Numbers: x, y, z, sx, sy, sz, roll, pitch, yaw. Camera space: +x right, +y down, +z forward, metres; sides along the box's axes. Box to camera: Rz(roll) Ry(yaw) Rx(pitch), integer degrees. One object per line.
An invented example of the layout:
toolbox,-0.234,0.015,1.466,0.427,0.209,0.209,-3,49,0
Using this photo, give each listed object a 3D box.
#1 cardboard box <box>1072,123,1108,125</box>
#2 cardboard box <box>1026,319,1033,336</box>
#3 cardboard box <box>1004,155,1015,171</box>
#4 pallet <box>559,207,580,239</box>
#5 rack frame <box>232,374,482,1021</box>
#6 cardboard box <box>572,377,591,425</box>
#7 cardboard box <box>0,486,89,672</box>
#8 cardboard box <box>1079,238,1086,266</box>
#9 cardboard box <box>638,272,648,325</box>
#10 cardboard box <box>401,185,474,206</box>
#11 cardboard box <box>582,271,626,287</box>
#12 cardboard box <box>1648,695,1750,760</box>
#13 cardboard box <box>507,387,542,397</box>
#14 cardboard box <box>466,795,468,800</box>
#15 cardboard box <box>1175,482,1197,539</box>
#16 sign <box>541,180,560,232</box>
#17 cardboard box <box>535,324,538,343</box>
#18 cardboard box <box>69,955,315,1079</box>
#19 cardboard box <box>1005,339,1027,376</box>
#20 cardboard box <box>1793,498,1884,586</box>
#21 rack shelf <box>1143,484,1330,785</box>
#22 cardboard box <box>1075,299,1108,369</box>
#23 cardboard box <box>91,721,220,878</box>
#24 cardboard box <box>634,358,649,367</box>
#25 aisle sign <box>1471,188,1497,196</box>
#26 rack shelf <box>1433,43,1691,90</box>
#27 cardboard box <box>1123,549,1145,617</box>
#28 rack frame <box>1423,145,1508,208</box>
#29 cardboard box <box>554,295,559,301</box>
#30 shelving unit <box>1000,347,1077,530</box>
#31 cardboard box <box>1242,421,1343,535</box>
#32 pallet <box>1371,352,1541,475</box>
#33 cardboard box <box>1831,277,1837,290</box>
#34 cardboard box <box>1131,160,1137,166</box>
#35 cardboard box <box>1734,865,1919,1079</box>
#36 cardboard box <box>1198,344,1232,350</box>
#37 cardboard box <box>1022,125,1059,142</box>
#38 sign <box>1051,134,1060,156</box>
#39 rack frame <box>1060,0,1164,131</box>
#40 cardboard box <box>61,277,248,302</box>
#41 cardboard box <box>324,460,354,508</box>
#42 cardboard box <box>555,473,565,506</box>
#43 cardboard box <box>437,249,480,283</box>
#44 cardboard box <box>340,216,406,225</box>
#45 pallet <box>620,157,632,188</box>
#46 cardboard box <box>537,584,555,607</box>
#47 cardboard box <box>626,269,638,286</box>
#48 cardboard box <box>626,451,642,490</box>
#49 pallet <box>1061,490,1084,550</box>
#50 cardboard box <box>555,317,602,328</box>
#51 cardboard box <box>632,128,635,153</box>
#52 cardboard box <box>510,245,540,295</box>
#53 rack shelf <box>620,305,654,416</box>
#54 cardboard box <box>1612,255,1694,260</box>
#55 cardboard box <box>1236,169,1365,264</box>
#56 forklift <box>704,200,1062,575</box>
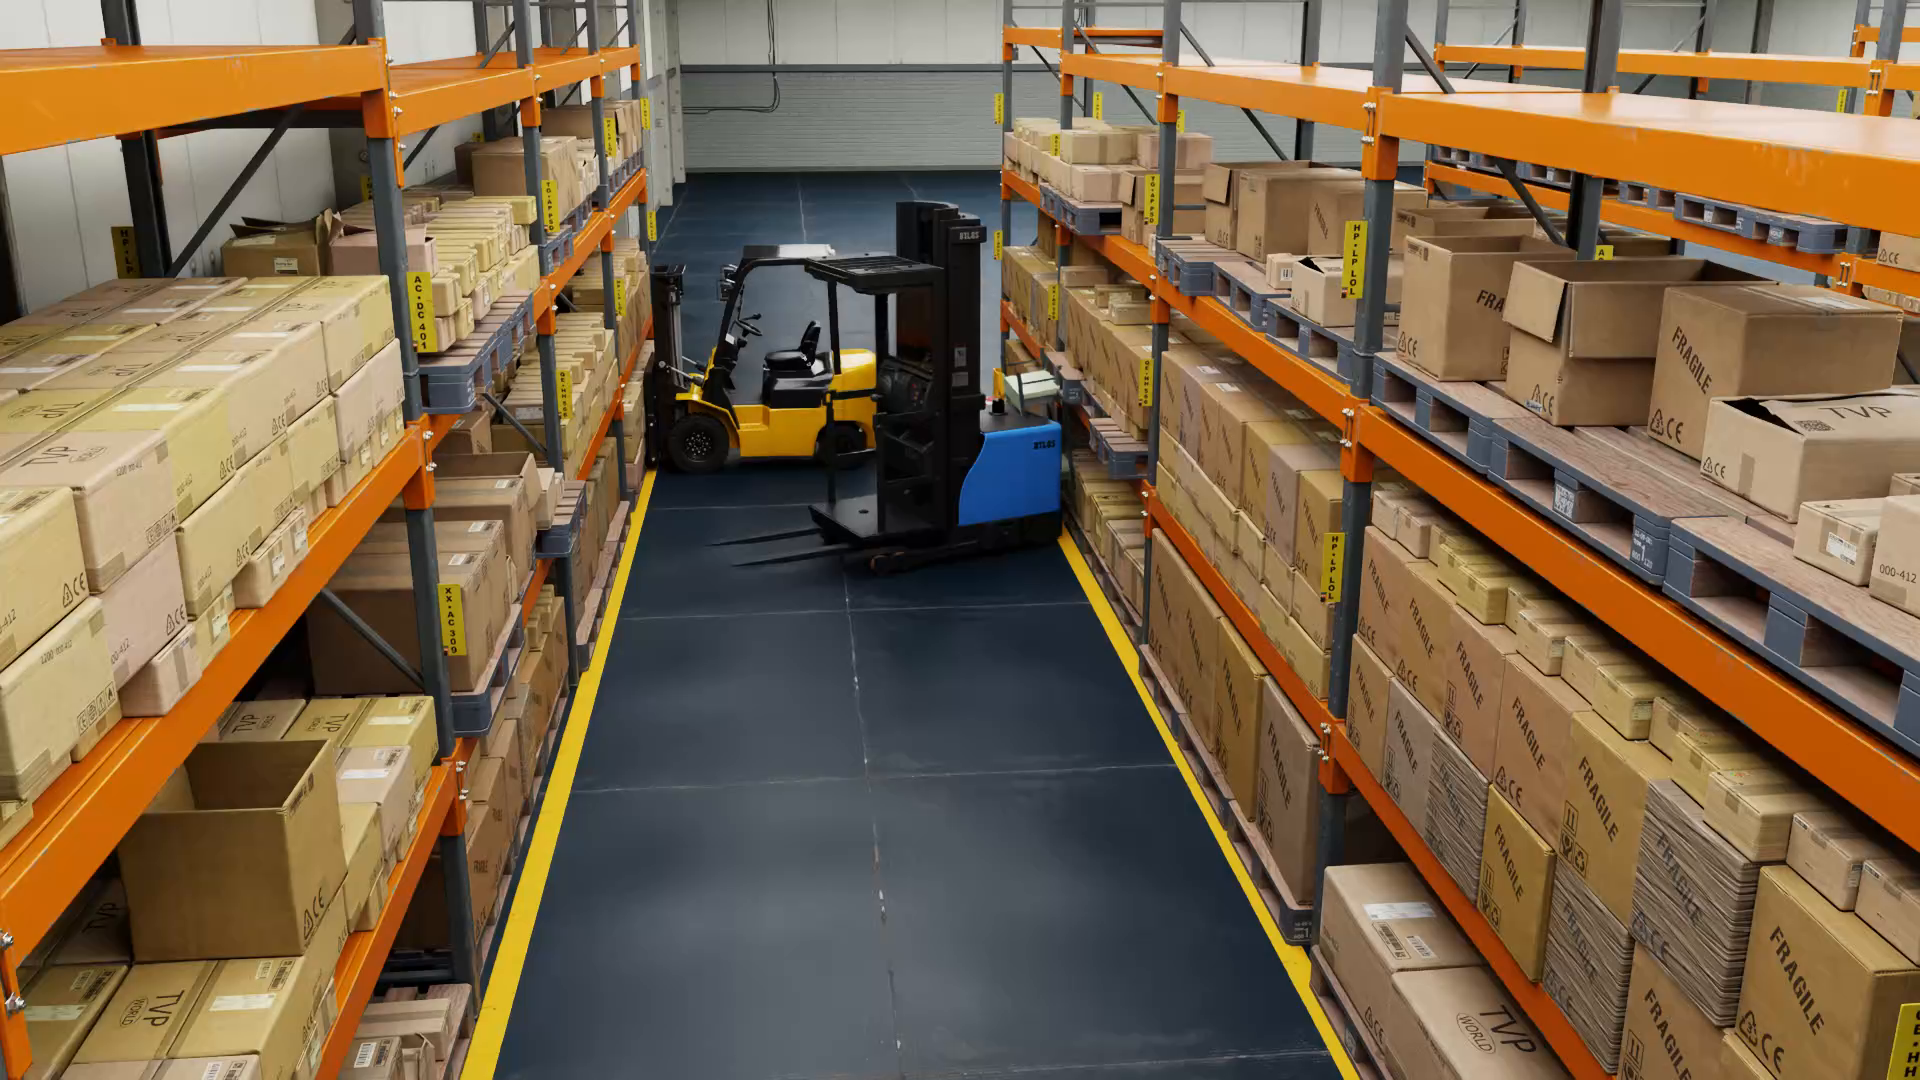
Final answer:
cardboard box,1.332,-4.252,17.292,0.380,0.149,0.250,-2,18,-6
cardboard box,0.886,-2.185,17.049,0.380,0.149,0.250,-2,18,-5
cardboard box,0.689,-4.158,18.324,0.380,0.149,0.250,-2,18,-6
pallet,-3.411,-2.291,12.274,1.003,0.211,1.213,-1,17,-3
rack frame,-2.722,0.774,7.202,1.000,3.000,0.127,-2,18,-6
cardboard box,-3.023,-1.030,12.365,0.500,0.250,0.500,-2,18,-7
cardboard box,-2.105,0.086,3.306,0.500,0.250,0.500,-2,18,-6
cardboard box,1.529,-2.721,16.003,0.700,0.500,0.500,-2,18,-5
cardboard box,-3.603,-2.555,17.641,0.500,0.500,0.500,-1,17,-4
cardboard box,-3.464,-2.233,11.156,0.500,0.250,0.500,-2,18,-6
cardboard box,-3.361,-2.443,15.704,0.380,0.149,0.250,-1,17,-4
cardboard box,2.290,0.571,4.931,0.380,0.149,0.250,-2,18,-6
cardboard box,-2.903,-0.958,11.471,0.380,0.149,0.250,-1,17,-4
cardboard box,-2.599,1.262,8.039,0.380,0.149,0.250,-2,18,-7
cardboard box,1.673,-0.194,10.538,0.500,0.250,0.500,-2,18,-7
sign,-2.594,-2.111,10.523,0.100,0.325,0.005,-2,18,-6
cardboard box,-3.723,-1.699,13.831,0.380,0.149,0.250,-2,18,-6
cardboard box,-2.196,1.451,4.801,0.500,0.250,0.500,-2,18,-7
cardboard box,0.789,-1.946,18.504,0.500,0.500,0.500,-2,18,-7
cardboard box,2.369,-0.001,4.217,0.380,0.149,0.250,-3,18,-10
rack shelf,2.009,0.367,9.700,1.077,0.370,4.000,-2,18,-6
cardboard box,1.243,-1.708,13.745,0.500,0.500,0.500,-2,18,-6
cardboard box,-2.833,0.798,5.629,0.500,0.500,0.500,-2,18,-7
cardboard box,-3.481,-1.737,17.421,0.500,0.250,0.500,-2,17,-5
aisle sign,6.182,-4.409,19.373,0.394,0.787,0.004,-2,18,-6
rack shelf,6.097,-4.871,17.037,1.077,0.370,4.000,-2,18,-6
cardboard box,1.754,0.313,12.358,0.950,0.372,0.625,-3,18,-9
rack frame,5.891,-3.138,19.665,1.000,3.000,0.127,-2,18,-6
cardboard box,-3.865,-2.270,15.153,0.380,0.149,0.250,-2,18,-7
shelving unit,0.720,-0.886,14.897,0.431,1.500,0.755,-10,20,-6
cardboard box,1.826,-0.336,8.902,0.500,0.500,0.500,-1,17,-4
pallet,2.289,-0.525,6.481,1.003,0.211,1.213,-2,18,-6
cardboard box,10.627,-3.049,19.801,0.380,0.149,0.250,-2,18,-6
cardboard box,1.642,-3.003,13.776,0.500,0.250,0.500,-2,17,-5
cardboard box,2.341,1.151,4.168,0.500,0.500,0.500,-1,17,-4
cardboard box,1.986,-1.103,11.818,0.500,0.500,0.500,-2,18,-7
cardboard box,0.836,-4.155,16.986,0.380,0.149,0.250,-1,17,-4
sign,0.851,-3.422,14.699,0.100,0.325,0.005,-2,18,-6
rack frame,1.390,-4.626,14.388,1.000,3.000,0.127,-2,18,-6
cardboard box,-2.953,-0.809,6.158,0.500,0.250,0.500,-2,18,-6
cardboard box,-2.329,-0.212,5.757,0.380,0.149,0.250,-2,18,-6
cardboard box,-2.685,-0.314,10.388,0.380,0.149,0.250,-1,17,-5
cardboard box,-2.451,-1.259,7.728,0.380,0.149,0.250,-2,18,-7
cardboard box,-3.257,-1.687,9.124,0.380,0.149,0.250,-2,18,-6
pallet,-3.783,-3.614,16.320,1.003,0.211,1.213,-2,18,-6
cardboard box,-2.831,0.405,10.769,0.380,0.149,0.250,-3,18,-8
cardboard box,-3.488,-2.682,16.962,0.380,0.149,0.250,-2,18,-5
cardboard box,-3.267,-0.652,15.635,0.500,0.250,0.500,-2,18,-5
pallet,1.472,-0.201,14.965,1.003,0.211,1.213,-2,18,-6
cardboard box,-3.246,-1.795,14.137,0.380,0.149,0.250,-2,18,-6
cardboard box,-3.546,-4.103,17.086,0.396,0.266,0.258,-2,18,-5
cardboard box,-2.840,-1.631,10.108,0.500,0.250,0.500,-2,18,-7
rack shelf,-3.753,-1.862,16.800,1.077,0.370,4.000,-2,18,-6
cardboard box,6.360,-2.324,15.234,0.700,0.500,0.500,-2,18,-7
cardboard box,2.094,-1.962,10.042,0.700,0.500,0.500,-3,18,-8
forklift,-0.648,-1.289,13.889,3.031,2.935,1.130,-9,20,-27
